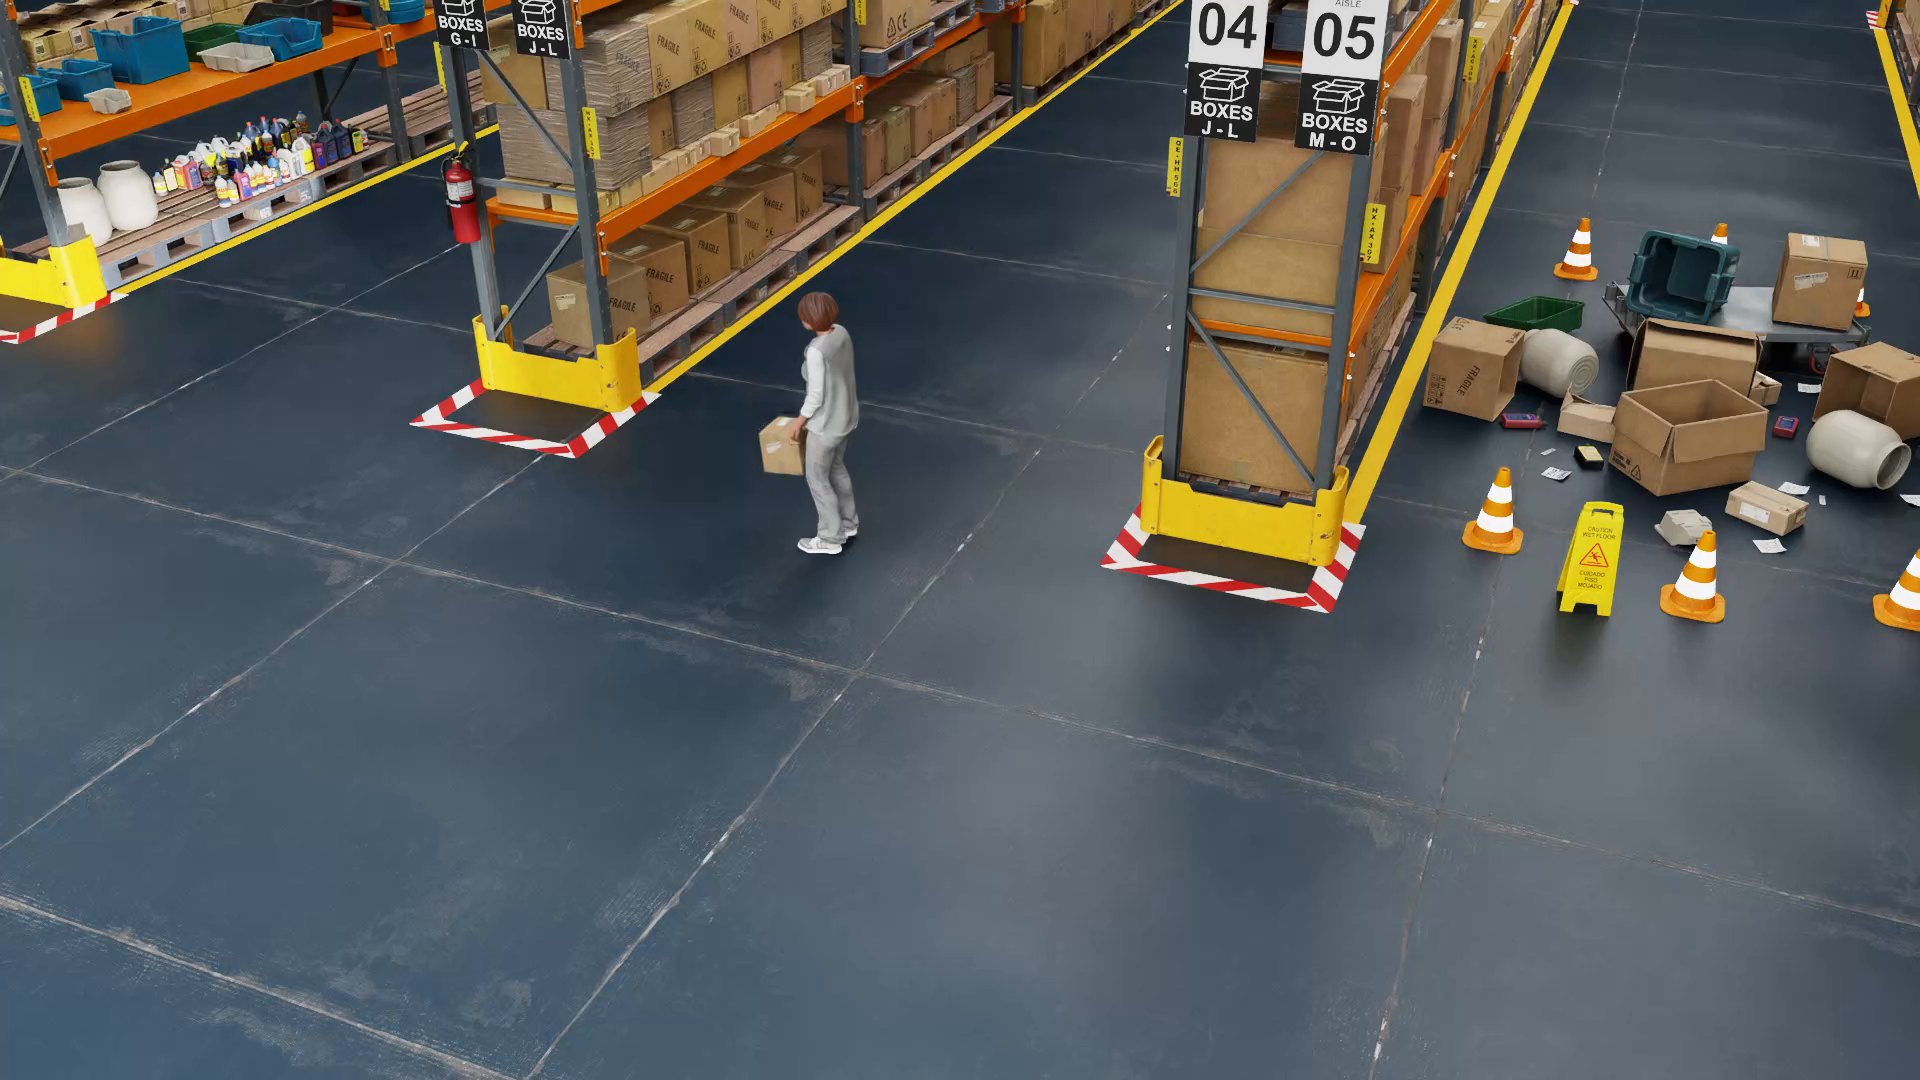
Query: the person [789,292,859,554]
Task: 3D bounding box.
[{"bbox_3d":[-0.767,-0.666,9.553,0.347,1.587,0.447,11,32,18],"label":"person"}]
